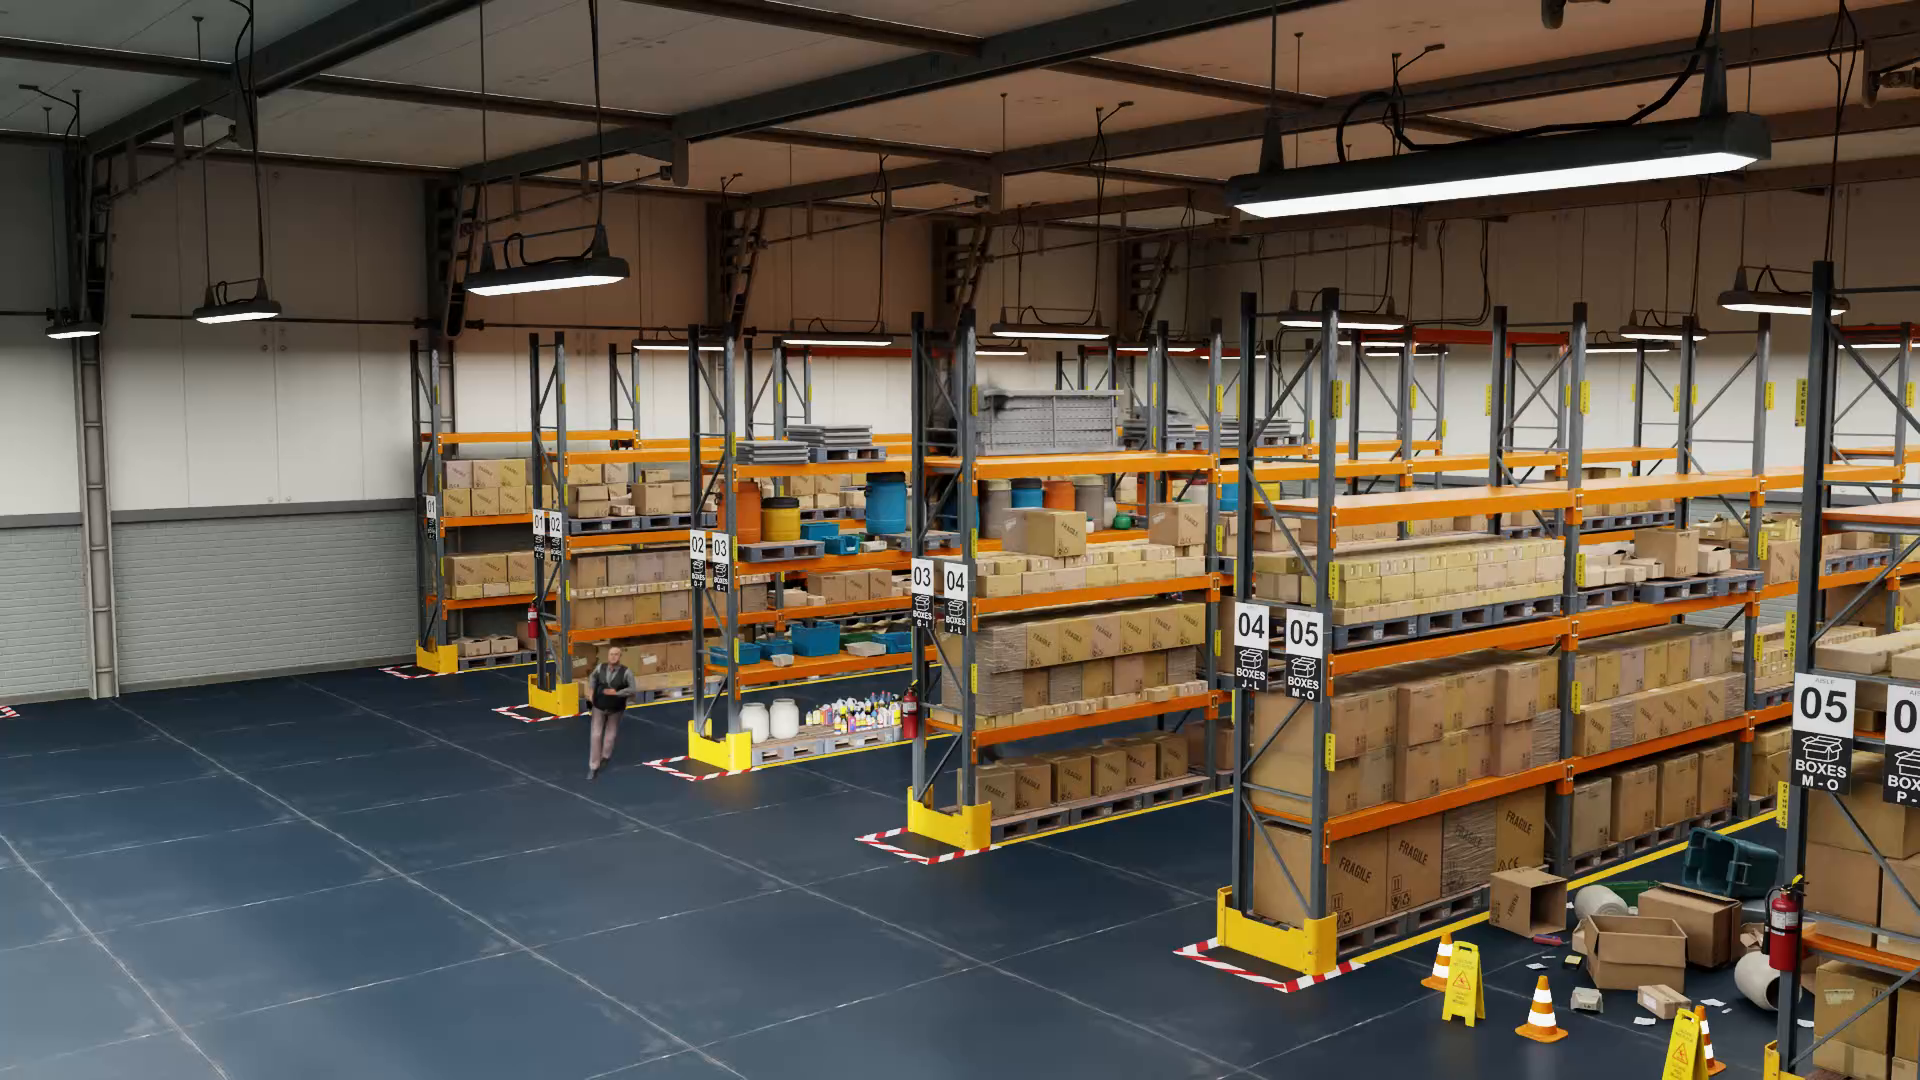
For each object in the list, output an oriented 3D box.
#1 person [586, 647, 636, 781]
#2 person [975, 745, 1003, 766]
[{"bbox_3d":[-4.627,2.290,22.146,0.659,1.772,0.766,0,5,-4],"label":"person"},{"bbox_3d":[0.302,2.329,21.467,0.876,1.659,0.581,-5,7,-44],"label":"person"}]
